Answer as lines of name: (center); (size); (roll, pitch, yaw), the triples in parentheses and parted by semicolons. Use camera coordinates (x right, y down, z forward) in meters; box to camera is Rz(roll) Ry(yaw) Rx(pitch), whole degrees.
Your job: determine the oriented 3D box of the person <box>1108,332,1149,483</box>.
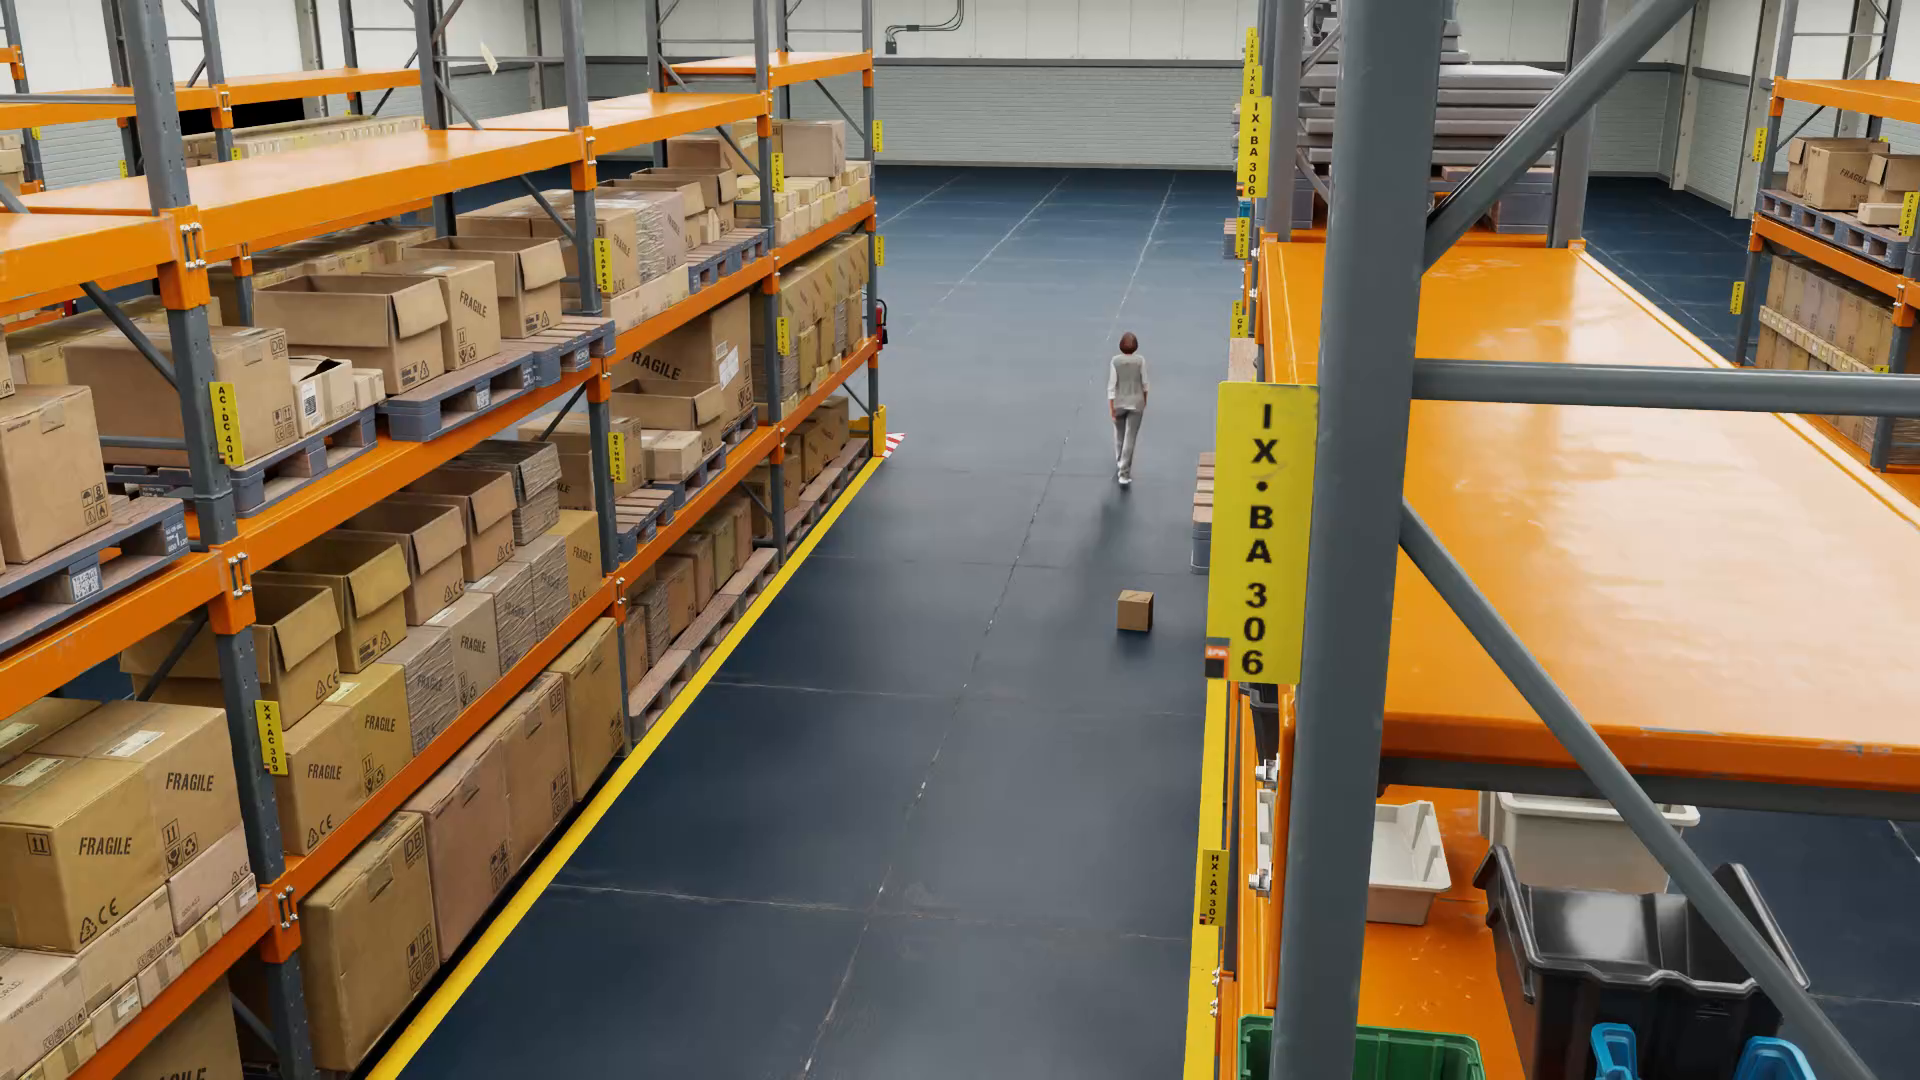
person: (1.769, -1.428, 17.385); (0.408, 1.543, 0.930); (4, 19, 13)
